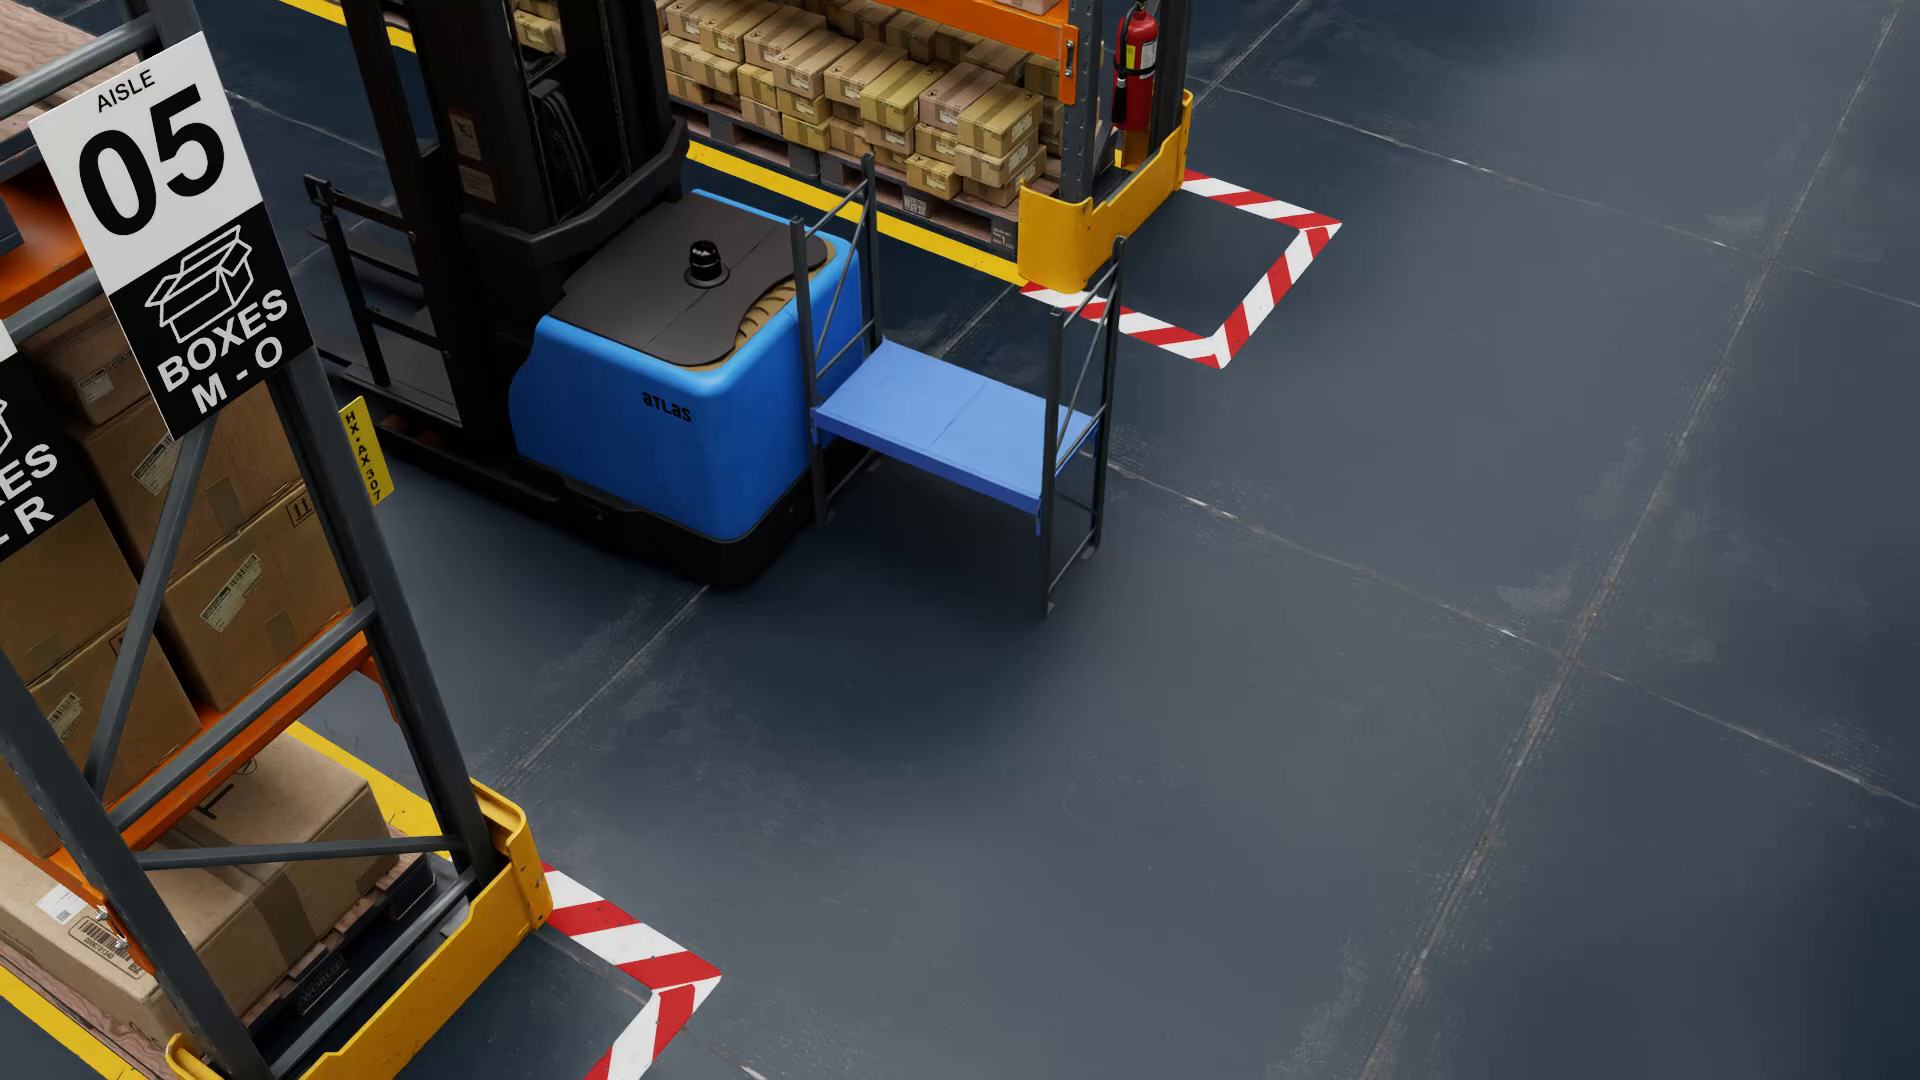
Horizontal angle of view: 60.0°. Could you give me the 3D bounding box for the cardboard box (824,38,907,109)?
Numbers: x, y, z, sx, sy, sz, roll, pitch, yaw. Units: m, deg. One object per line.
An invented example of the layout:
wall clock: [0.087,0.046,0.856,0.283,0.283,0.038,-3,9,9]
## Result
cardboard box: [-0.460,-2.287,8.161,0.250,0.149,0.380,23,50,21]

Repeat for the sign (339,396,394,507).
sign: [-1.509,-0.215,4.209,0.005,0.325,0.100,25,51,22]

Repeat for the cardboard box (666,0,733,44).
cardboard box: [-1.300,-2.730,8.591,0.250,0.149,0.380,23,50,21]

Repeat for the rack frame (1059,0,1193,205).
rack frame: [0.774,-2.581,7.166,0.127,3.000,1.000,25,51,22]

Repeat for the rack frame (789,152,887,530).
rack frame: [-0.449,-0.725,6.409,0.032,1.500,0.500,23,50,21]

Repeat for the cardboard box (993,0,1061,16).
cardboard box: [0.347,-2.449,7.213,0.250,0.149,0.380,25,51,22]

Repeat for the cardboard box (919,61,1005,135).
cardboard box: [0.011,-2.125,8.004,0.250,0.149,0.380,26,51,23]

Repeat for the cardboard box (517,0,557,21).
cardboard box: [-2.200,-3.009,9.070,0.250,0.149,0.380,25,51,22]

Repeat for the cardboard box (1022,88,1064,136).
cardboard box: [0.471,-2.195,8.279,0.250,0.149,0.380,27,52,24]

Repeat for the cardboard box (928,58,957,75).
cardboard box: [0.017,-2.377,8.455,0.250,0.149,0.380,25,51,23]

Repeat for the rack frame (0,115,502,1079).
rack frame: [-1.814,0.447,4.225,0.127,3.000,1.000,25,51,22]

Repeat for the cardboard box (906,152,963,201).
cardboard box: [-0.053,-1.850,8.151,0.250,0.149,0.380,26,51,23]

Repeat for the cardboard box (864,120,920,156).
cardboard box: [-0.263,-2.070,8.157,0.250,0.149,0.380,23,50,21]

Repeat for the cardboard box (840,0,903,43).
cardboard box: [-0.406,-2.717,8.579,0.250,0.149,0.380,27,51,24]

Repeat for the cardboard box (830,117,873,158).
cardboard box: [-0.444,-2.092,8.386,0.250,0.149,0.380,25,51,22]

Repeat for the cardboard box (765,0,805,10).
cardboard box: [-0.866,-2.886,8.743,0.250,0.149,0.380,25,51,22]

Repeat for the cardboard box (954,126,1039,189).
cardboard box: [0.175,-1.869,7.963,0.250,0.149,0.380,23,50,21]

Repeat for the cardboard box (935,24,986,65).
cardboard box: [0.076,-2.558,8.424,0.250,0.149,0.380,25,51,22]

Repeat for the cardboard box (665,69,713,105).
cardboard box: [-1.346,-2.470,8.753,0.250,0.149,0.380,23,50,21]

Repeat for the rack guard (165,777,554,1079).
rack guard: [-1.793,1.327,5.112,0.348,0.500,1.175,25,51,22]

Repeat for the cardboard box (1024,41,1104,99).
cardboard box: [0.516,-2.349,8.221,0.250,0.149,0.380,23,50,20]

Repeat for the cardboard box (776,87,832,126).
cardboard box: [-0.706,-2.262,8.344,0.250,0.149,0.380,25,51,23]

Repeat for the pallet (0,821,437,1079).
pallet: [-2.529,1.156,5.480,1.213,0.211,1.003,25,51,22]

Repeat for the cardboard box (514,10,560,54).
cardboard box: [-2.236,-2.844,9.117,0.250,0.149,0.380,26,51,23]

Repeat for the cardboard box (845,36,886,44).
cardboard box: [-0.415,-2.587,8.660,0.250,0.149,0.380,22,50,20]

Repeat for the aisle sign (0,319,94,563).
aisle sign: [-1.920,-0.244,3.083,0.004,0.787,0.394,25,51,22]

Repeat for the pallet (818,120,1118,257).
pallet: [0.045,-1.974,8.521,1.213,0.211,1.003,25,51,22]

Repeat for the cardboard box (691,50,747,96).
cardboard box: [-1.158,-2.463,8.539,0.250,0.149,0.380,25,51,22]

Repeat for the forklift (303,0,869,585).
forklift: [-1.909,-1.629,6.289,3.031,2.935,1.130,22,50,20]

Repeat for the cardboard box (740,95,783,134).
cardboard box: [-0.912,-2.271,8.560,0.250,0.149,0.380,26,51,23]

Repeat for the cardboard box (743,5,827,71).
cardboard box: [-0.878,-2.526,8.394,0.250,0.149,0.380,23,50,21]

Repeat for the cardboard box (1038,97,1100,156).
cardboard box: [0.505,-2.130,8.423,0.250,0.149,0.380,26,51,23]

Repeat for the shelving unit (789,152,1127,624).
shelving unit: [-0.010,-0.542,6.231,1.048,1.500,0.538,23,50,21]

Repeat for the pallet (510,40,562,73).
pallet: [-2.009,-2.919,9.439,1.213,0.211,1.003,25,51,22]

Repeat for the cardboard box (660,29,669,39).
cardboard box: [-1.531,-2.709,8.779,0.250,0.149,0.380,27,52,24]

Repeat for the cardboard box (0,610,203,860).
cardboard box: [-2.363,0.385,4.215,0.500,0.500,0.500,25,51,22]

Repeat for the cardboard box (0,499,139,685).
cardboard box: [-2.348,0.020,3.872,0.500,0.500,0.500,26,51,23]

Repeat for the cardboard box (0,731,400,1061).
cardboard box: [-2.423,0.998,5.182,0.875,0.438,0.875,23,50,21]

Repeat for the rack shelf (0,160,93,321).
rack shelf: [-3.497,-1.122,4.159,4.000,0.370,1.077,25,51,22]
